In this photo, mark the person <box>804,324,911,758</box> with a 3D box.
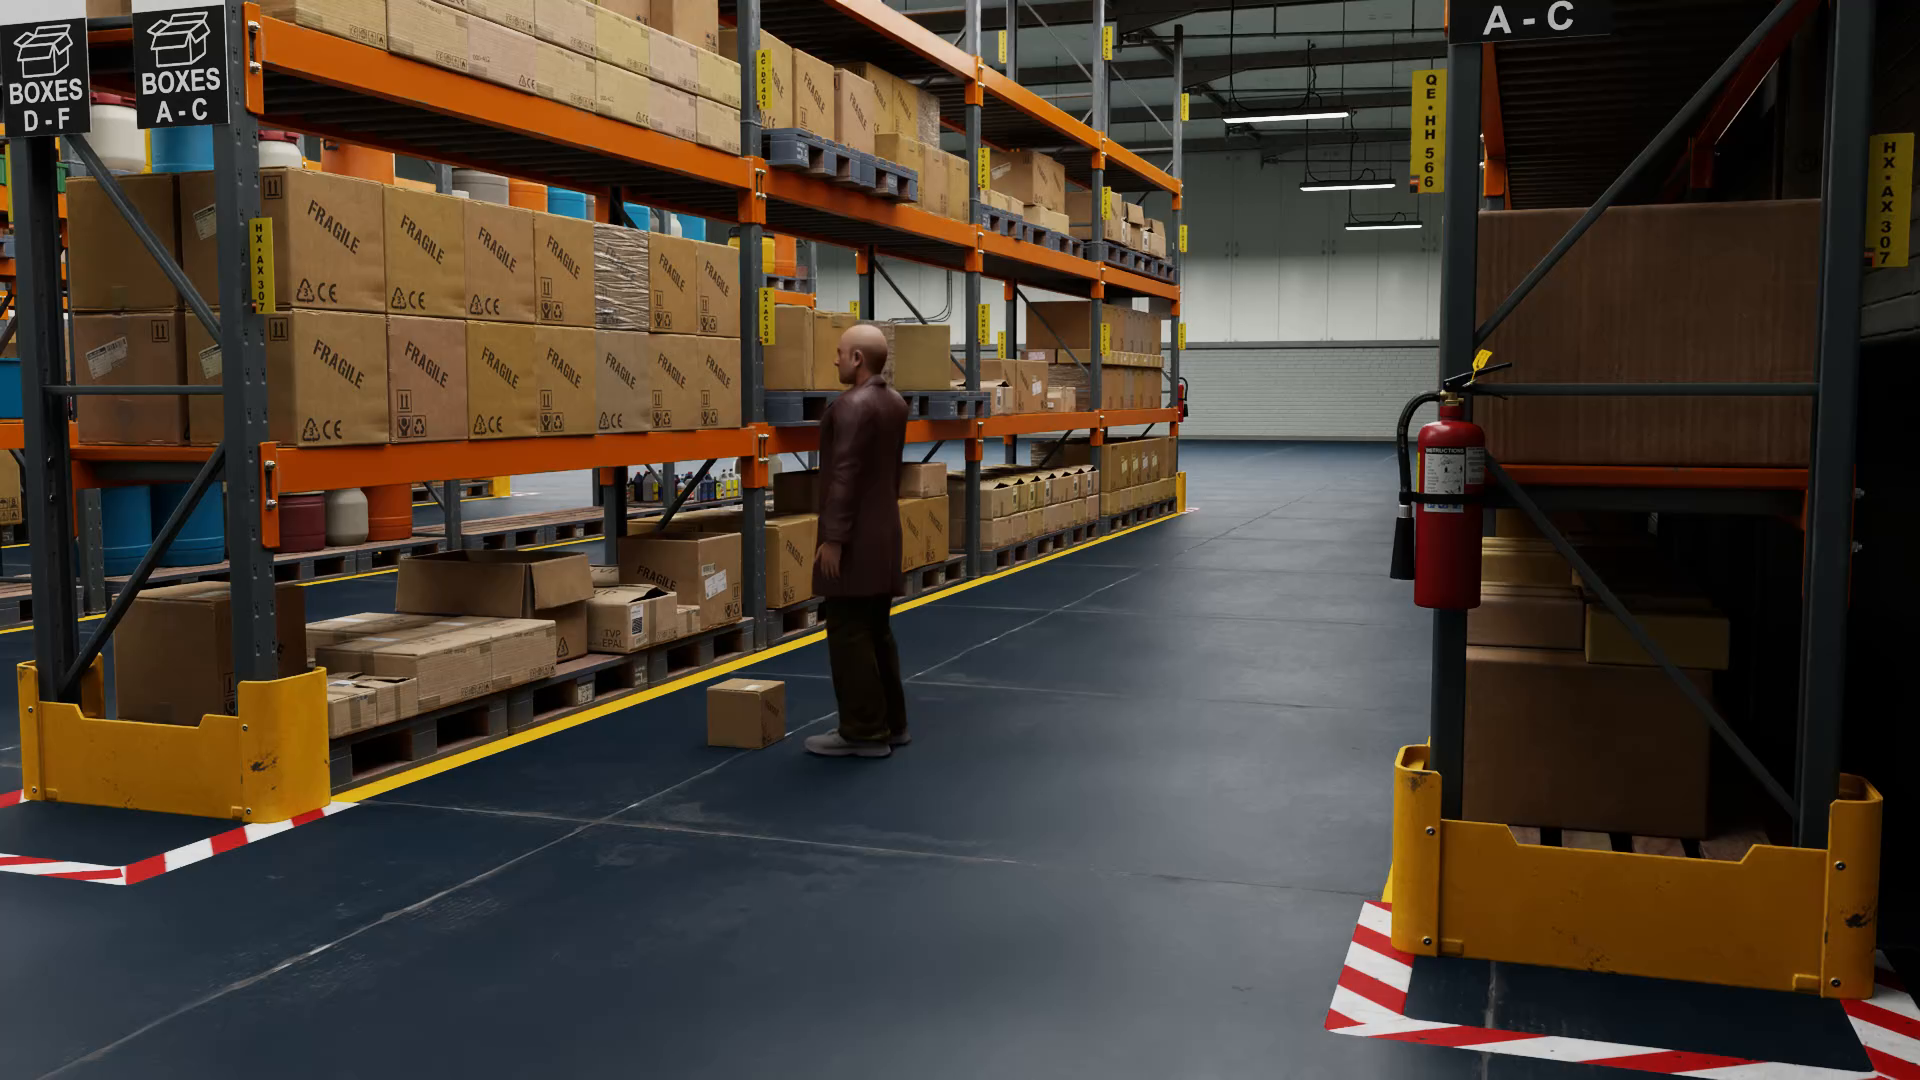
[{"bbox_3d":[-0.443,0.004,6.902,0.383,1.783,0.574,2,5,21],"label":"person"}]
